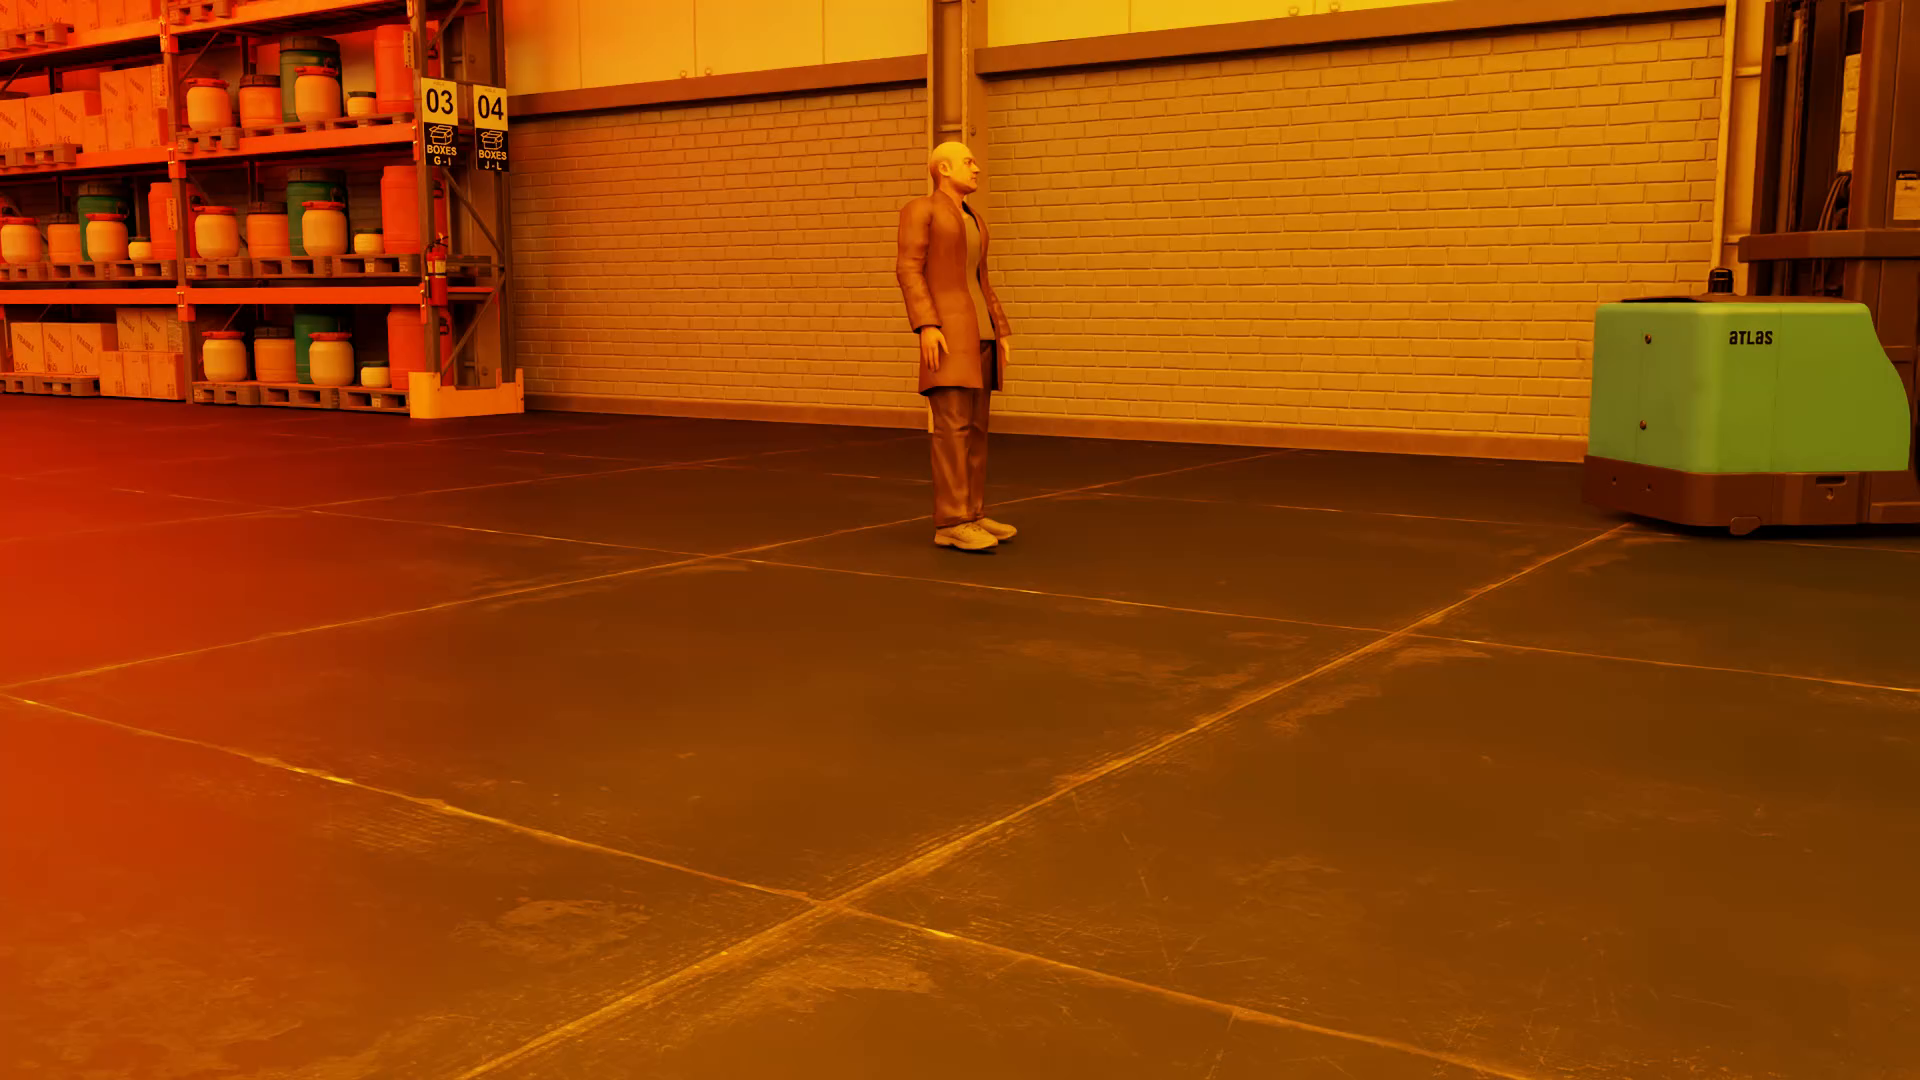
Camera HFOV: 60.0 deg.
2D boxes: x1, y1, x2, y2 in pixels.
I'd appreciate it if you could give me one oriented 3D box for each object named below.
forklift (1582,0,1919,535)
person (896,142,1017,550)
[{"bbox_3d":[4.725,-1.543,8.047,3.031,2.935,1.130,-1,8,-9],"label":"forklift"},{"bbox_3d":[0.074,-0.879,7.423,0.579,1.778,0.696,5,10,34],"label":"person"}]
